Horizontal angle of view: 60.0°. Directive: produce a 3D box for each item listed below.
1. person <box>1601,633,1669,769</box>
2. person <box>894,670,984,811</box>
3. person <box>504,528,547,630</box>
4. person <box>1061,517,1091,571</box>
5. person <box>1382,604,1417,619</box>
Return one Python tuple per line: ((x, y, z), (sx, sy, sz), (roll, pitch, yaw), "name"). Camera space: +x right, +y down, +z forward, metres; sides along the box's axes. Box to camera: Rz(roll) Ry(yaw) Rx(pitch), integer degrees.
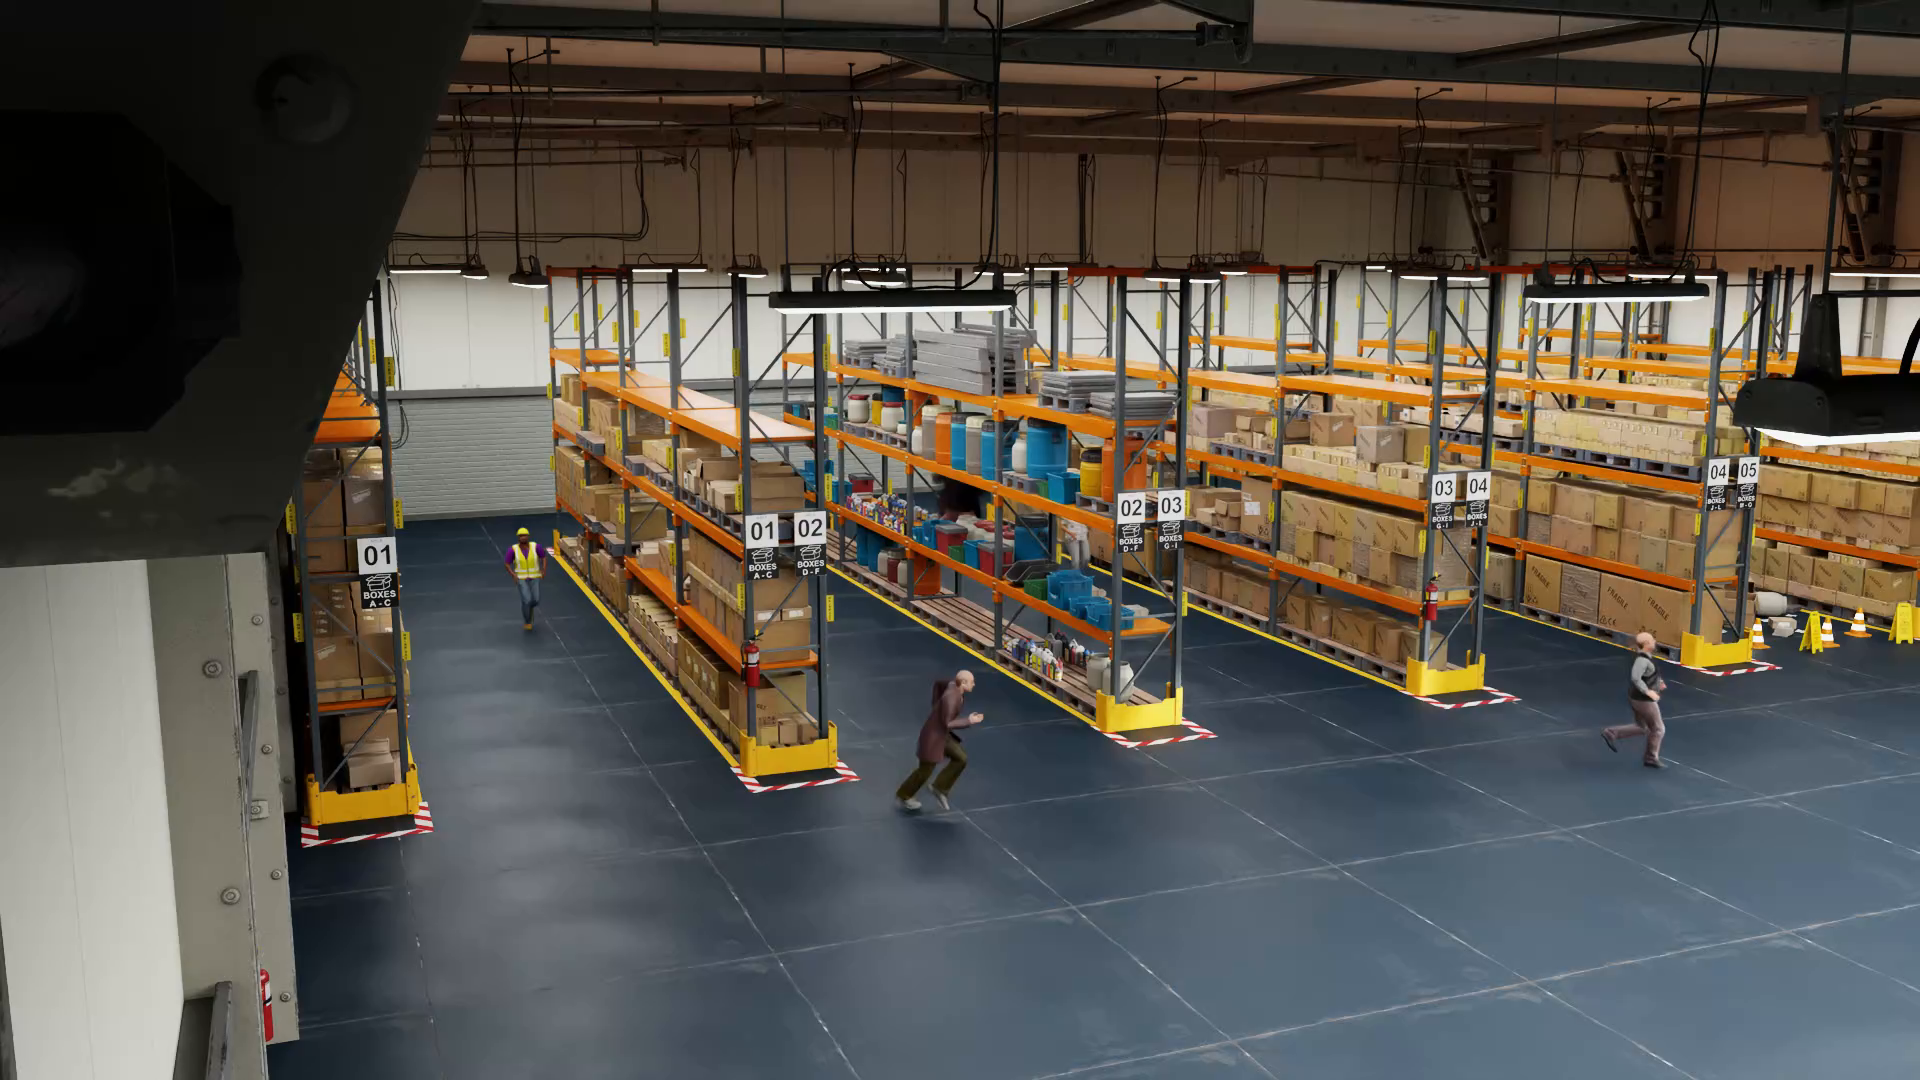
((8.392, 1.979, 20.503), (0.768, 1.708, 0.662), (2, 10, 11), "person")
((-0.237, 2.277, 18.915), (1.051, 1.676, 0.744), (2, 10, 9), "person")
((-7.288, 0.646, 27.997), (0.700, 1.728, 0.496), (-4, 11, -22), "person")
((2.144, 0.000, 30.307), (0.586, 1.648, 0.487), (-5, 11, -26), "person")
((7.701, 0.513, 29.120), (0.636, 1.693, 0.895), (-6, 12, -31), "person")
